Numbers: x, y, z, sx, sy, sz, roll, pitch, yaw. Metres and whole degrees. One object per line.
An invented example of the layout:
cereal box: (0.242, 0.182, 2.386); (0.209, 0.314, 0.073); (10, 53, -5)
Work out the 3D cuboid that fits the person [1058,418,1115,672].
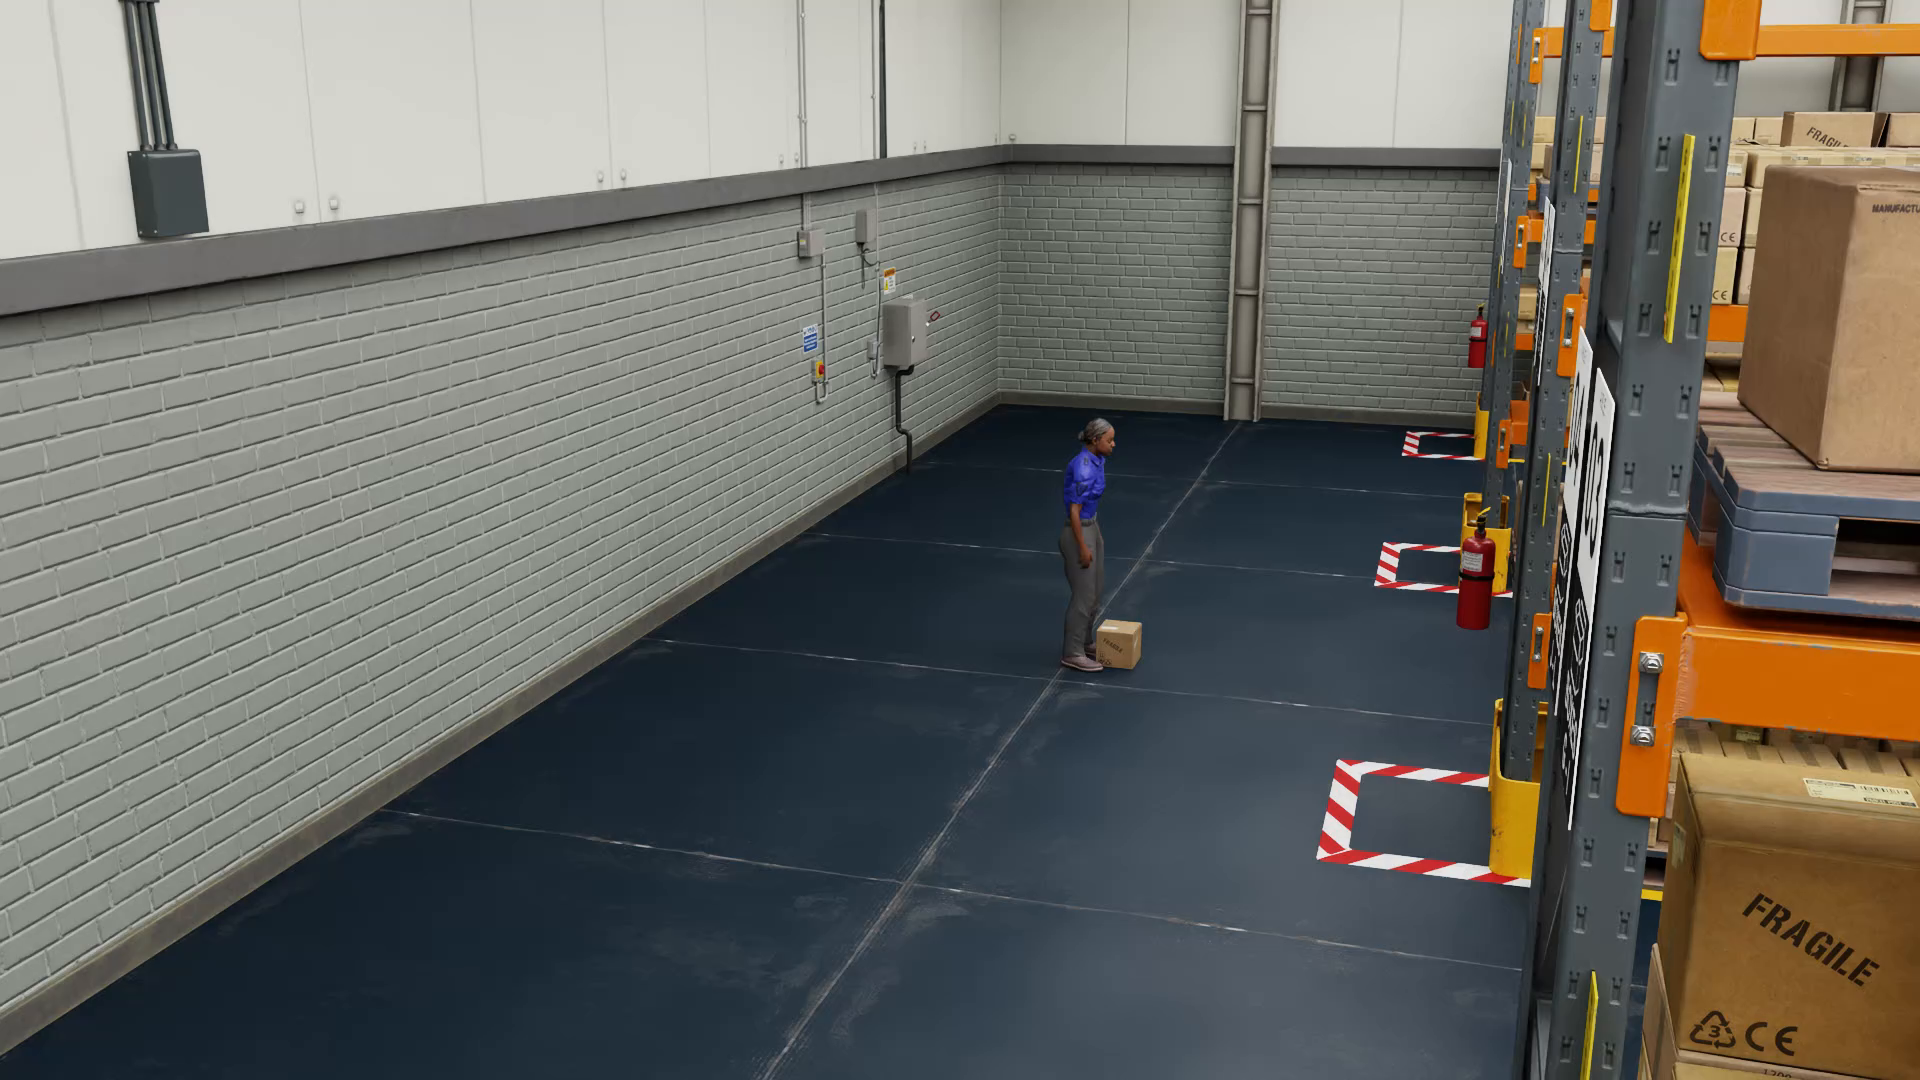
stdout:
person: (0.837, 0.007, 11.000); (0.347, 1.655, 0.507); (4, 16, 16)
